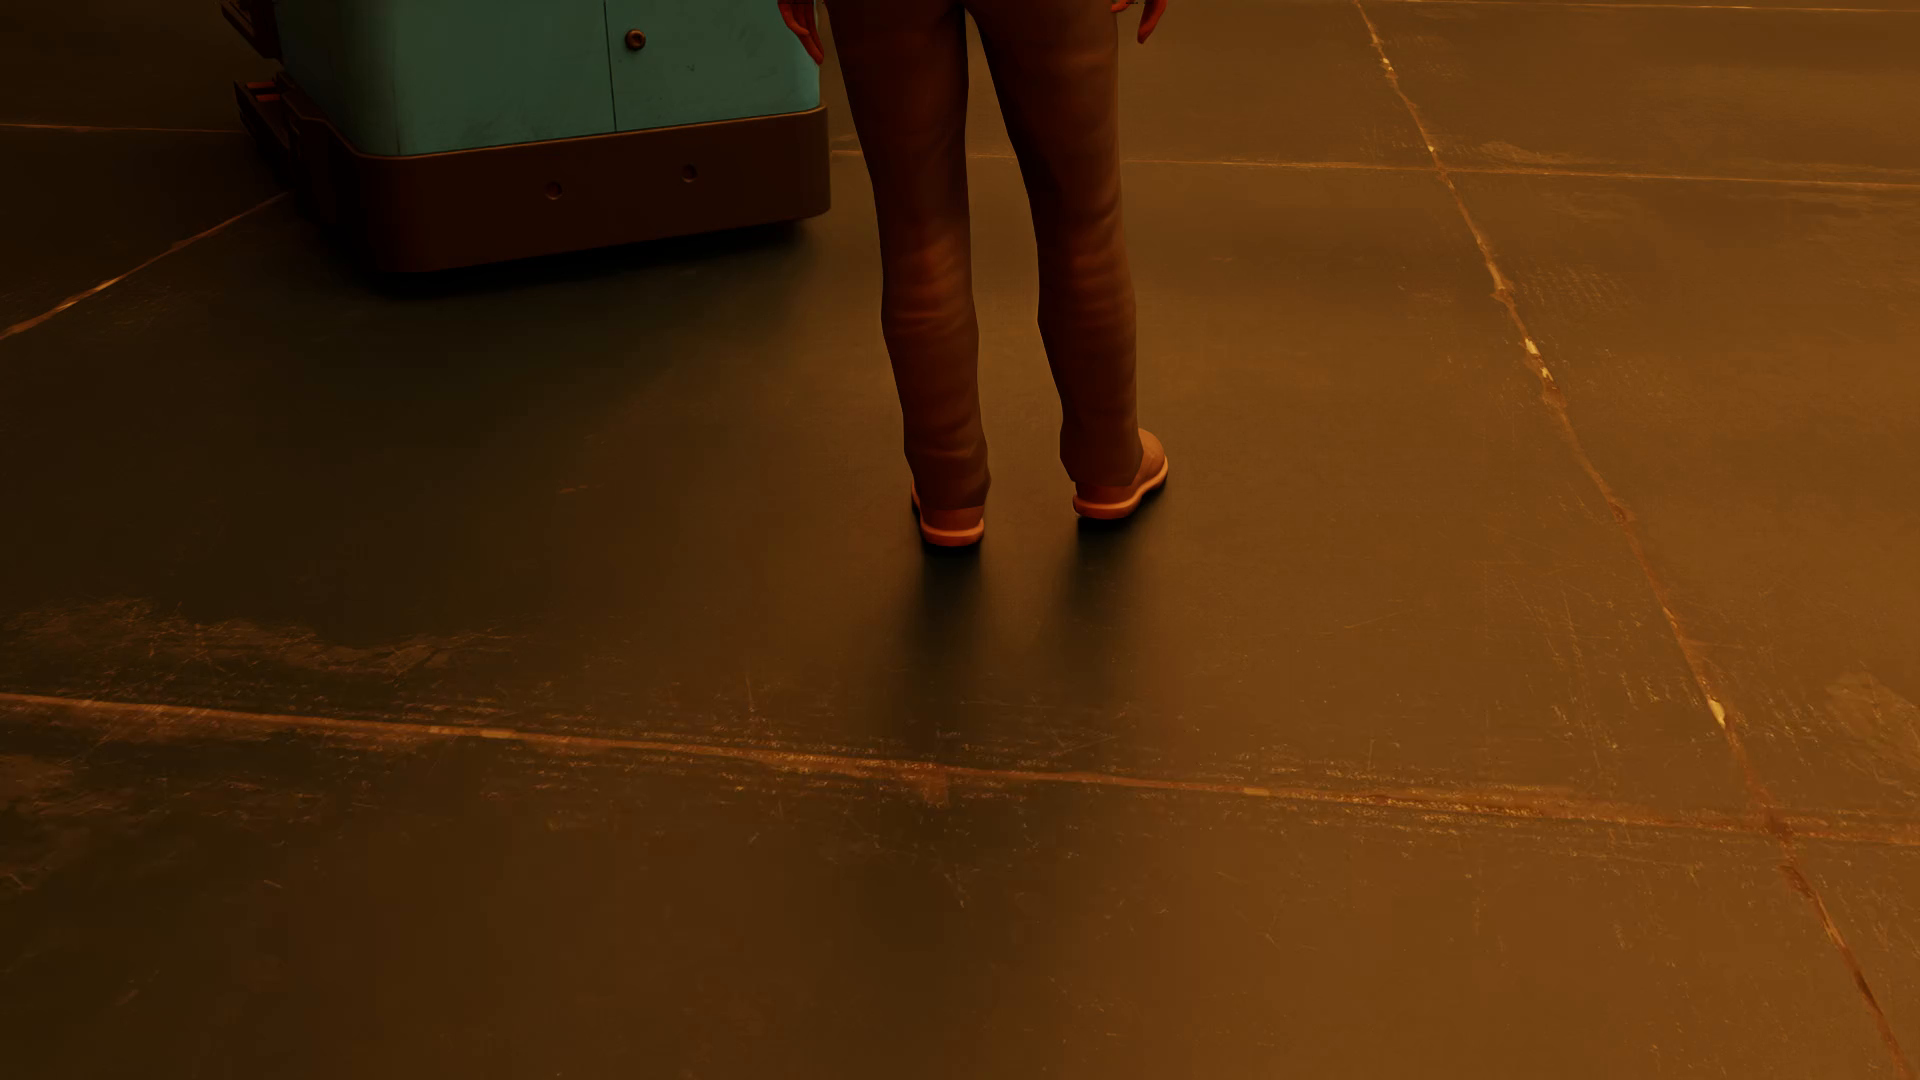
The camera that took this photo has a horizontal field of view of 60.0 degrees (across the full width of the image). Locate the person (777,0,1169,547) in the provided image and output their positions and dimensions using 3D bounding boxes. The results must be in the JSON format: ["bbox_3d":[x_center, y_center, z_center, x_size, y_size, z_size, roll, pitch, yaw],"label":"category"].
[{"bbox_3d":[0.031,-0.784,2.203,0.570,1.656,0.503,3,27,7],"label":"person"}]

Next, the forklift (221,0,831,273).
[{"bbox_3d":[-1.450,-2.488,4.204,1.130,2.935,3.031,-14,30,-25],"label":"forklift"}]
